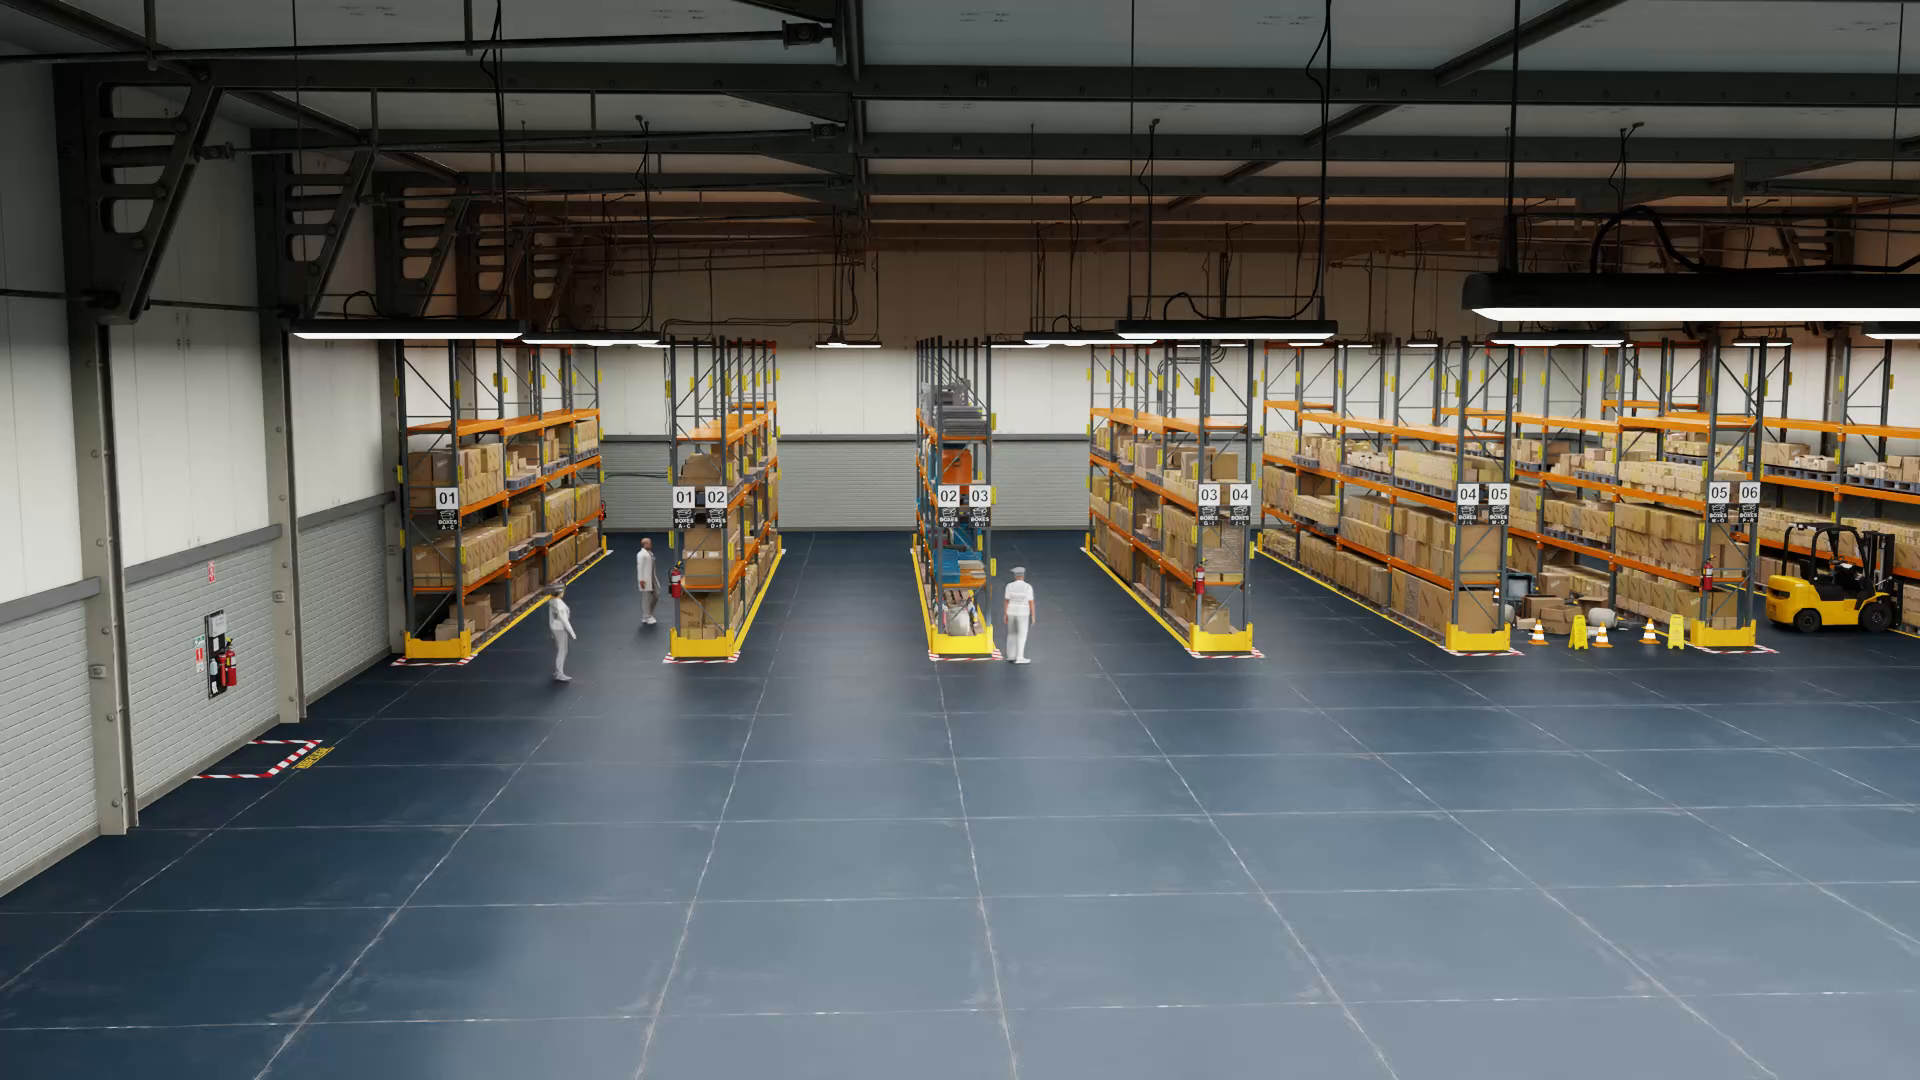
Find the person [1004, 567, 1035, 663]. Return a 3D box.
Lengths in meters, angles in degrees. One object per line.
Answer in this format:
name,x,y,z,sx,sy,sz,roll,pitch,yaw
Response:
person,1.117,1.385,30.575,0.570,1.771,0.473,5,8,39

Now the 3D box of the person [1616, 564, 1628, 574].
person,17.079,0.068,42.664,0.437,1.765,0.551,4,8,34

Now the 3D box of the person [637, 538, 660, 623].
person,-6.625,0.856,35.219,0.577,1.804,0.657,3,7,23

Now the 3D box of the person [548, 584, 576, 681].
person,-6.938,1.626,29.039,0.480,1.714,0.550,-1,7,-11

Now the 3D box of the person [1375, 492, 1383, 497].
person,11.731,-0.466,46.670,0.716,1.792,0.525,-5,8,-38
